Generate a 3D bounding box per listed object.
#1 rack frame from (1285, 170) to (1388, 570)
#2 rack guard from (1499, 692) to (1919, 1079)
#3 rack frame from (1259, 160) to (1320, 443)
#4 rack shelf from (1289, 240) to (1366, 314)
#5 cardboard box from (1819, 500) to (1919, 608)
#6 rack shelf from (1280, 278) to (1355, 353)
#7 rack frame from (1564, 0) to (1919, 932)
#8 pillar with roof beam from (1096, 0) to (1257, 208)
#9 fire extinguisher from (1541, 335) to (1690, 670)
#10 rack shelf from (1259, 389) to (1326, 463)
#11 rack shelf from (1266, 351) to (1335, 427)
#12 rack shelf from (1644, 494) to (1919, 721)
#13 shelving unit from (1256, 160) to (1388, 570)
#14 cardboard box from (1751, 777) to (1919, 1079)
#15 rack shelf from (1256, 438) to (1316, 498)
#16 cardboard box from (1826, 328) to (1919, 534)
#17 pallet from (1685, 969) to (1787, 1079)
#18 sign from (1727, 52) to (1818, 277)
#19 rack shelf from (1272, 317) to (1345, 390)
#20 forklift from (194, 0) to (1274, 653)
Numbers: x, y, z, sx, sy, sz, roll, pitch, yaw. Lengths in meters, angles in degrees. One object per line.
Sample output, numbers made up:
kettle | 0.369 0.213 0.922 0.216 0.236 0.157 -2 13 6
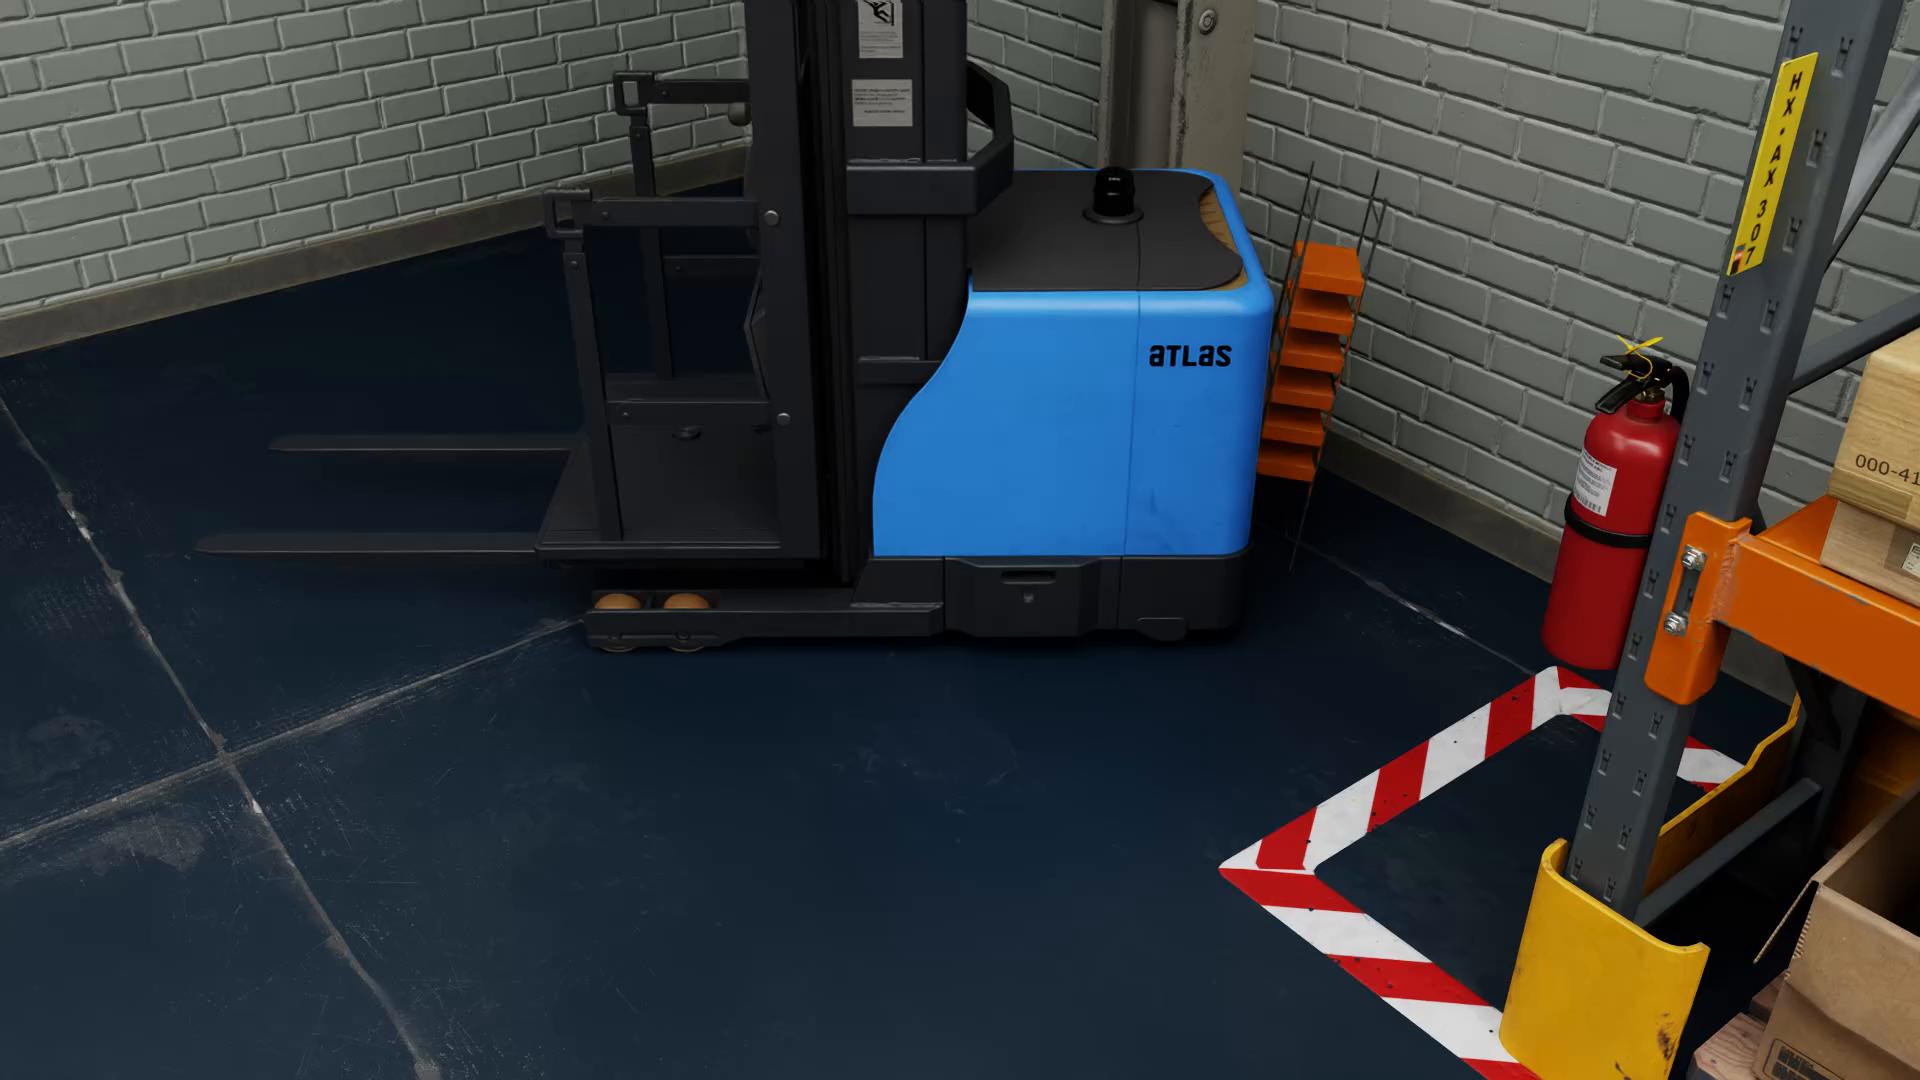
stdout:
rack frame | 1.092 -0.472 4.879 0.006 1.200 0.240 9 32 2
rack guard | 1.688 0.729 3.603 1.175 0.500 0.348 -22 38 -31
rack frame | 0.911 -0.500 4.885 0.006 1.200 0.240 9 32 2
rack shelf | 1.036 -0.751 4.714 0.180 0.103 0.258 9 32 2
cardboard box | 1.627 -0.032 2.697 0.380 0.149 0.250 -23 38 -32
rack shelf | 1.023 -0.650 4.778 0.180 0.103 0.258 9 32 2
rack frame | 1.642 -0.365 2.995 1.000 3.000 0.127 -22 38 -31
pillar with roof beam | -2.700 -2.936 1.448 9.100 9.000 0.400 -22 38 -31
fire extinguisher | 1.186 -0.085 2.971 0.296 0.674 0.183 -22 38 -31
rack shelf | 0.983 -0.349 4.970 0.180 0.103 0.258 9 32 2
rack shelf | 0.996 -0.449 4.906 0.180 0.103 0.258 9 32 2
rack shelf | 2.868 0.774 1.842 1.077 0.370 4.000 -22 38 -31
shelving unit | 1.001 -0.486 4.882 0.189 1.200 0.258 9 32 2
cardboard box | 1.942 0.803 3.083 0.797 0.503 0.637 -24 39 -33
rack shelf | 0.970 -0.248 5.034 0.180 0.103 0.258 9 32 2
cardboard box | 1.707 -0.151 2.511 0.500 0.250 0.500 -22 38 -31
pallet | 2.178 1.183 3.145 1.003 0.211 1.213 -22 38 -31
sign | 1.213 -0.557 2.483 0.100 0.325 0.005 -22 38 -31
rack shelf | 1.010 -0.550 4.842 0.180 0.103 0.258 9 32 2
forklift | -0.693 -1.205 4.412 3.031 2.935 1.130 0 32 0
